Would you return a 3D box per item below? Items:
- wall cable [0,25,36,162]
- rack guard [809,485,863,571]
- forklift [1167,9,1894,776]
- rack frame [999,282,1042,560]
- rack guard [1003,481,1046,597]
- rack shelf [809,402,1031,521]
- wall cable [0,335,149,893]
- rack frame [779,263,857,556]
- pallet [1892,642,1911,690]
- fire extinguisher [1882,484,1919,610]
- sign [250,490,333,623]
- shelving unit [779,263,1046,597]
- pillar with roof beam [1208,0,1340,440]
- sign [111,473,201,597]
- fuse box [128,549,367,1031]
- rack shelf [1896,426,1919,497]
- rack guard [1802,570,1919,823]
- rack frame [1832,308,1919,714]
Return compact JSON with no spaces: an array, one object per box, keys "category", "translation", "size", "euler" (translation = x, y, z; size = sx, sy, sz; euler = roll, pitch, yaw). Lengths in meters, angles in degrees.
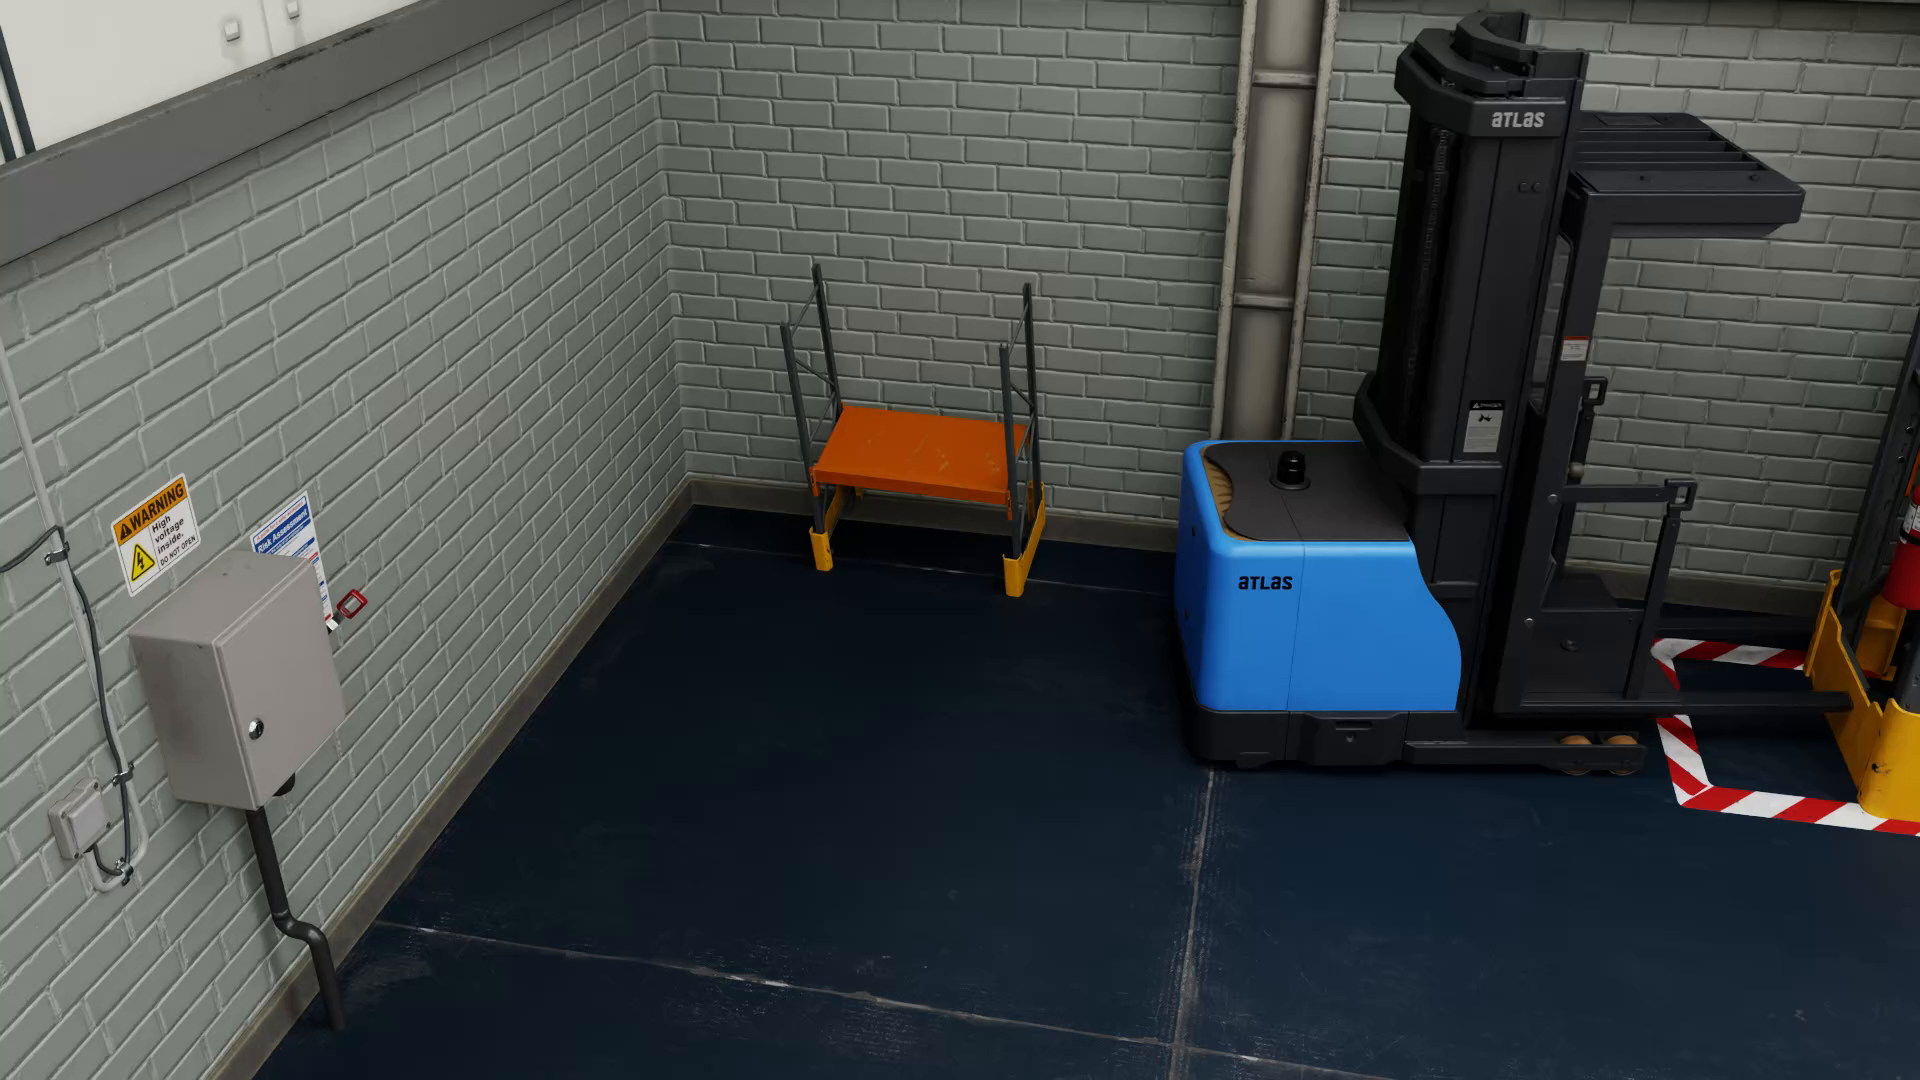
[{"category":"wall cable","translation":[-2.008,-2.878,4.597],"size":[0.133,3.039,2.988],"euler":[6,29,11]},{"category":"rack guard","translation":[-0.635,-0.134,8.582],"size":[0.087,0.250,0.587],"euler":[7,45,13]},{"category":"forklift","translation":[2.483,-0.558,6.717],"size":[3.031,2.935,1.130],"euler":[0,29,0]},{"category":"rack frame","translation":[0.300,-0.460,7.918],"size":[0.032,1.500,0.500],"euler":[7,45,13]},{"category":"rack guard","translation":[0.326,-0.010,8.351],"size":[0.087,0.250,0.587],"euler":[7,45,13]},{"category":"rack shelf","translation":[-0.177,-0.393,8.159],"size":[1.000,0.185,0.538],"euler":[7,45,13]},{"category":"wall cable","translation":[-2.399,0.198,4.207],"size":[0.122,1.984,0.588],"euler":[6,29,11]},{"category":"rack frame","translation":[-0.681,-0.587,8.154],"size":[0.032,1.500,0.500],"euler":[7,45,13]},{"category":"pallet","translation":[4.723,0.844,6.988],"size":[1.213,0.211,1.003],"euler":[6,29,11]},{"category":"fire extinguisher","translation":[3.628,-0.066,6.216],"size":[0.183,0.674,0.296],"euler":[6,29,11]},{"category":"sign","translation":[-2.201,0.128,5.492],"size":[0.001,0.494,0.329],"euler":[6,29,11]},{"category":"shelving unit","translation":[-0.199,-0.525,8.038],"size":[1.083,1.500,0.587],"euler":[7,45,13]},{"category":"pillar with roof beam","translation":[0.521,-1.770,2.611],"size":[0.400,9.000,9.100],"euler":[6,29,11]},{"category":"sign","translation":[-2.316,-0.018,4.799],"size":[0.001,0.242,0.339],"euler":[6,29,11]},{"category":"fuse box","translation":[-2.102,0.904,5.317],"size":[0.414,1.711,0.539],"euler":[6,29,11]},{"category":"rack shelf","translation":[5.825,0.050,6.284],"size":[4.000,0.370,1.077],"euler":[6,29,11]},{"category":"rack guard","translation":[3.943,0.638,7.064],"size":[0.348,0.500,1.175],"euler":[6,29,11]},{"category":"rack frame","translation":[3.869,-0.466,6.478],"size":[0.127,3.000,1.000],"euler":[6,29,11]}]
